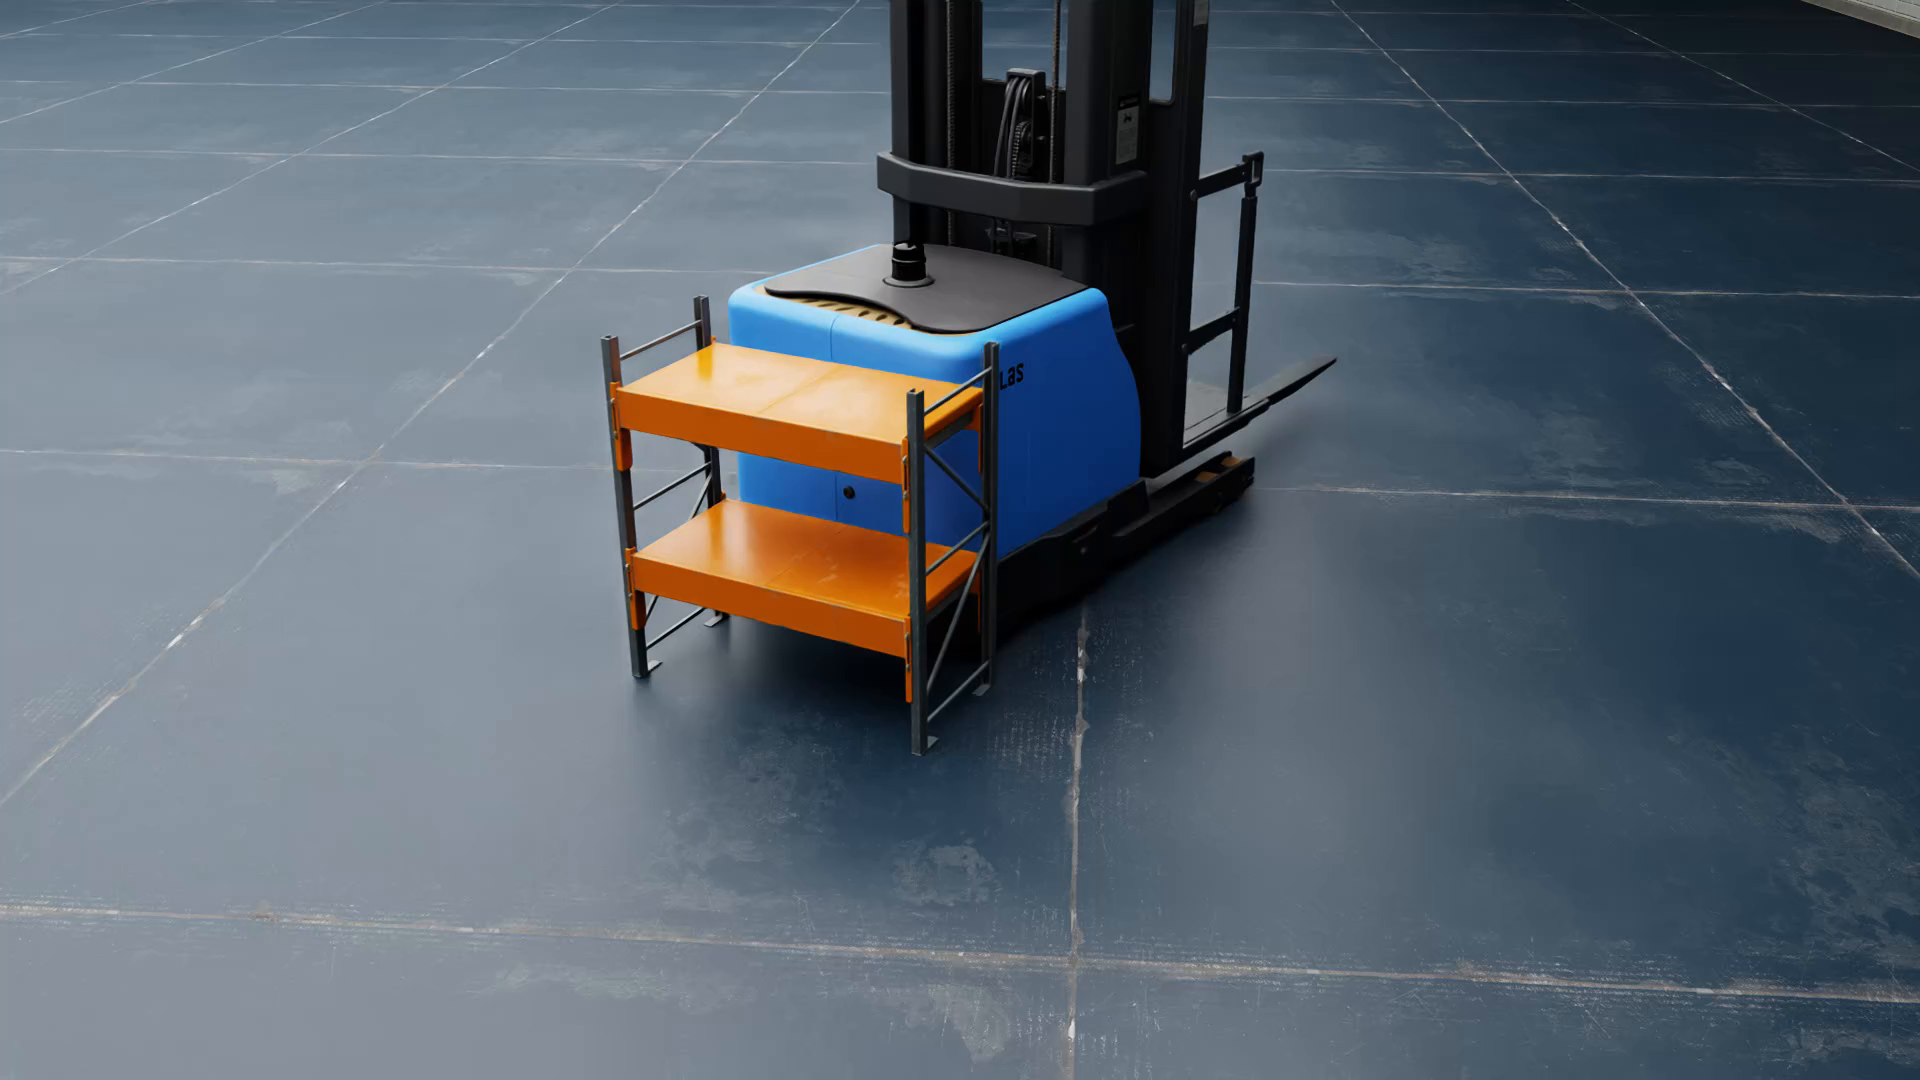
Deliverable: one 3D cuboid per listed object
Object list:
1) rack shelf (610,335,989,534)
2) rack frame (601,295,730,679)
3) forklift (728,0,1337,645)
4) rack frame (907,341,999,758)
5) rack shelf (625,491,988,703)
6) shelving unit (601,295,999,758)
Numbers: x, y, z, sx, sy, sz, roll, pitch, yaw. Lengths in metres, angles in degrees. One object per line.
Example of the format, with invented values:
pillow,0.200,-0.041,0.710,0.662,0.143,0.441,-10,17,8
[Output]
rack shelf,-0.466,-0.334,4.929,1.000,0.278,0.538,12,27,25
rack frame,-0.917,-0.166,5.263,0.032,1.125,0.500,12,27,25
forklift,0.517,-1.545,6.102,1.130,2.935,3.031,18,30,34
rack frame,-0.014,0.030,4.839,0.032,1.125,0.500,12,27,25
rack shelf,-0.466,0.154,5.153,1.000,0.278,0.538,12,27,25
shelving unit,-0.466,-0.068,5.051,1.048,1.125,0.538,12,27,25
